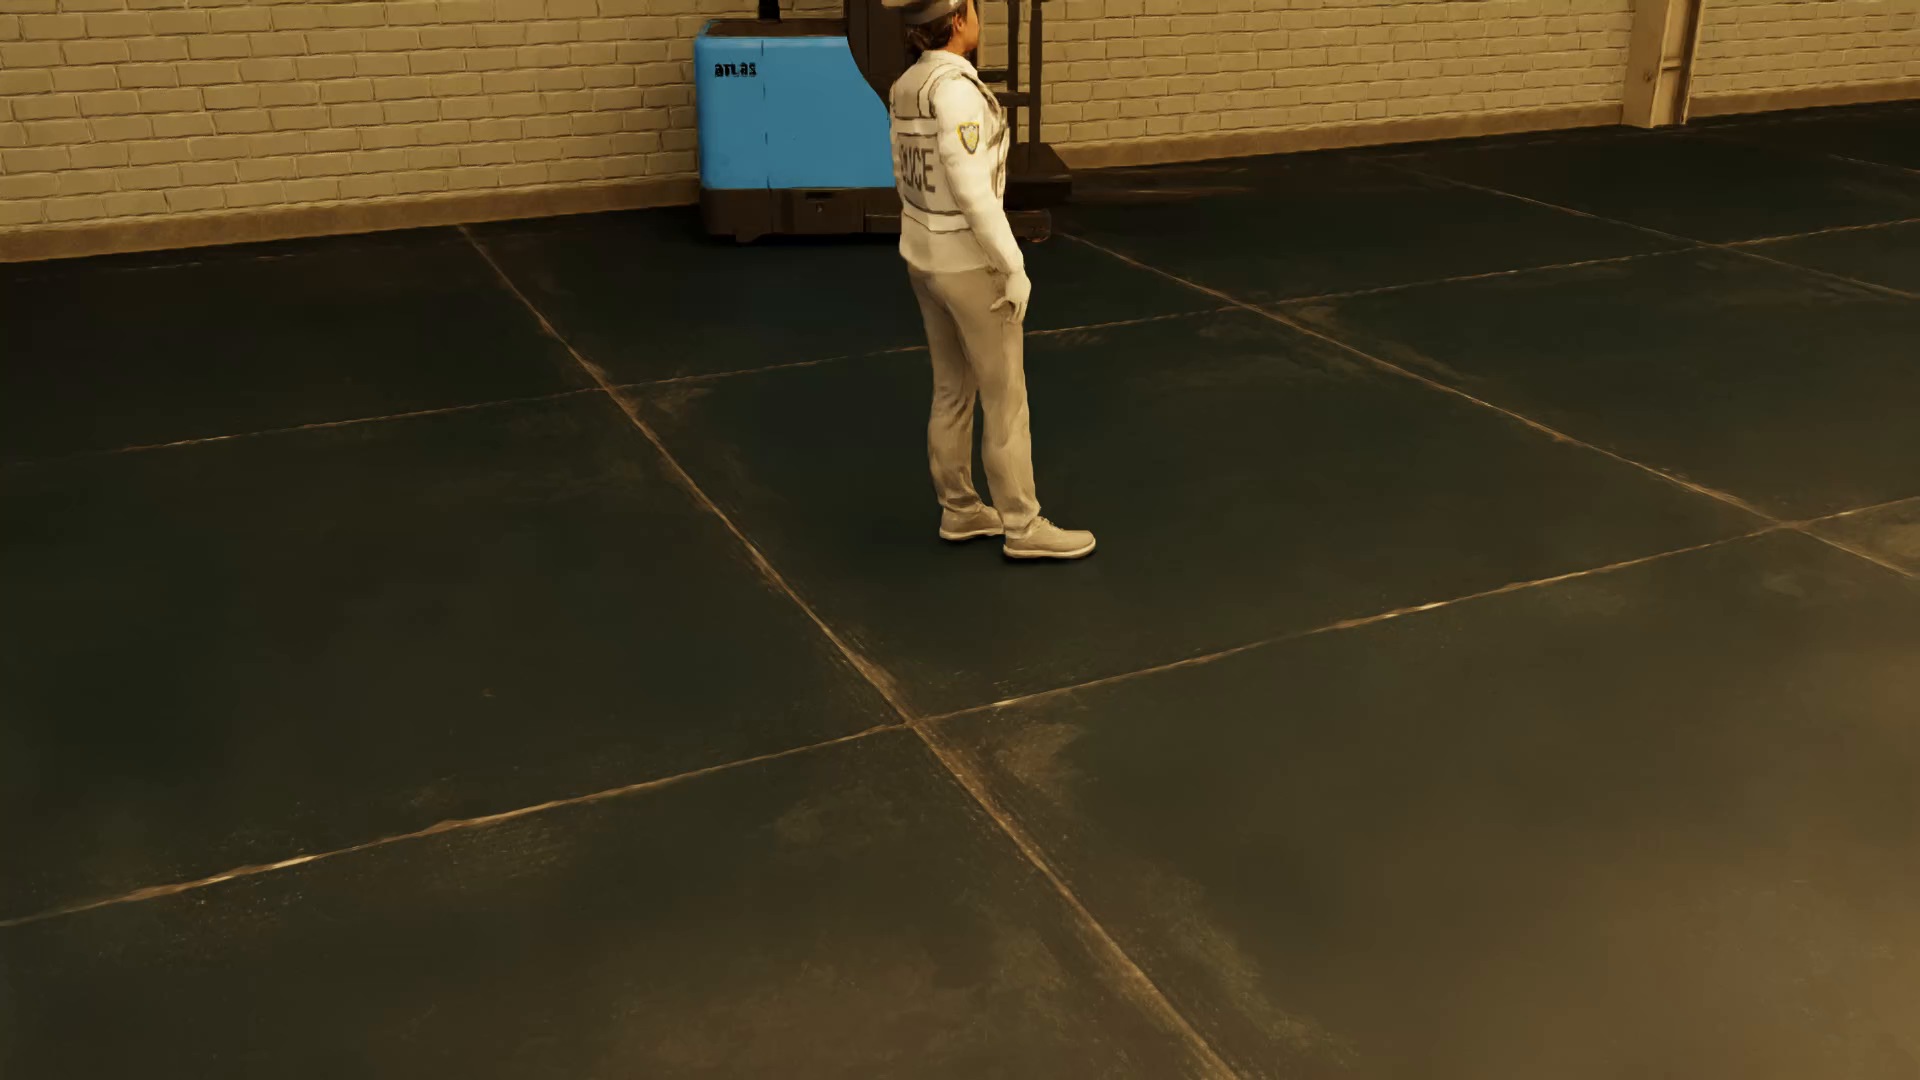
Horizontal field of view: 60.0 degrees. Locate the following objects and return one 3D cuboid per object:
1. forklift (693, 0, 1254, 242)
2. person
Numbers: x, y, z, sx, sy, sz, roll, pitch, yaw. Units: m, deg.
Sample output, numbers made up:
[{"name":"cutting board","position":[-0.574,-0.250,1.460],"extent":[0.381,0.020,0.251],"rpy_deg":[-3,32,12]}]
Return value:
[{"name":"forklift","position":[0.086,-3.154,8.880],"extent":[3.031,2.935,1.130],"rpy_deg":[-2,23,-5]},{"name":"person","position":[0.064,-0.798,4.799],"extent":[0.533,1.695,0.586],"rpy_deg":[-10,25,-23]}]
